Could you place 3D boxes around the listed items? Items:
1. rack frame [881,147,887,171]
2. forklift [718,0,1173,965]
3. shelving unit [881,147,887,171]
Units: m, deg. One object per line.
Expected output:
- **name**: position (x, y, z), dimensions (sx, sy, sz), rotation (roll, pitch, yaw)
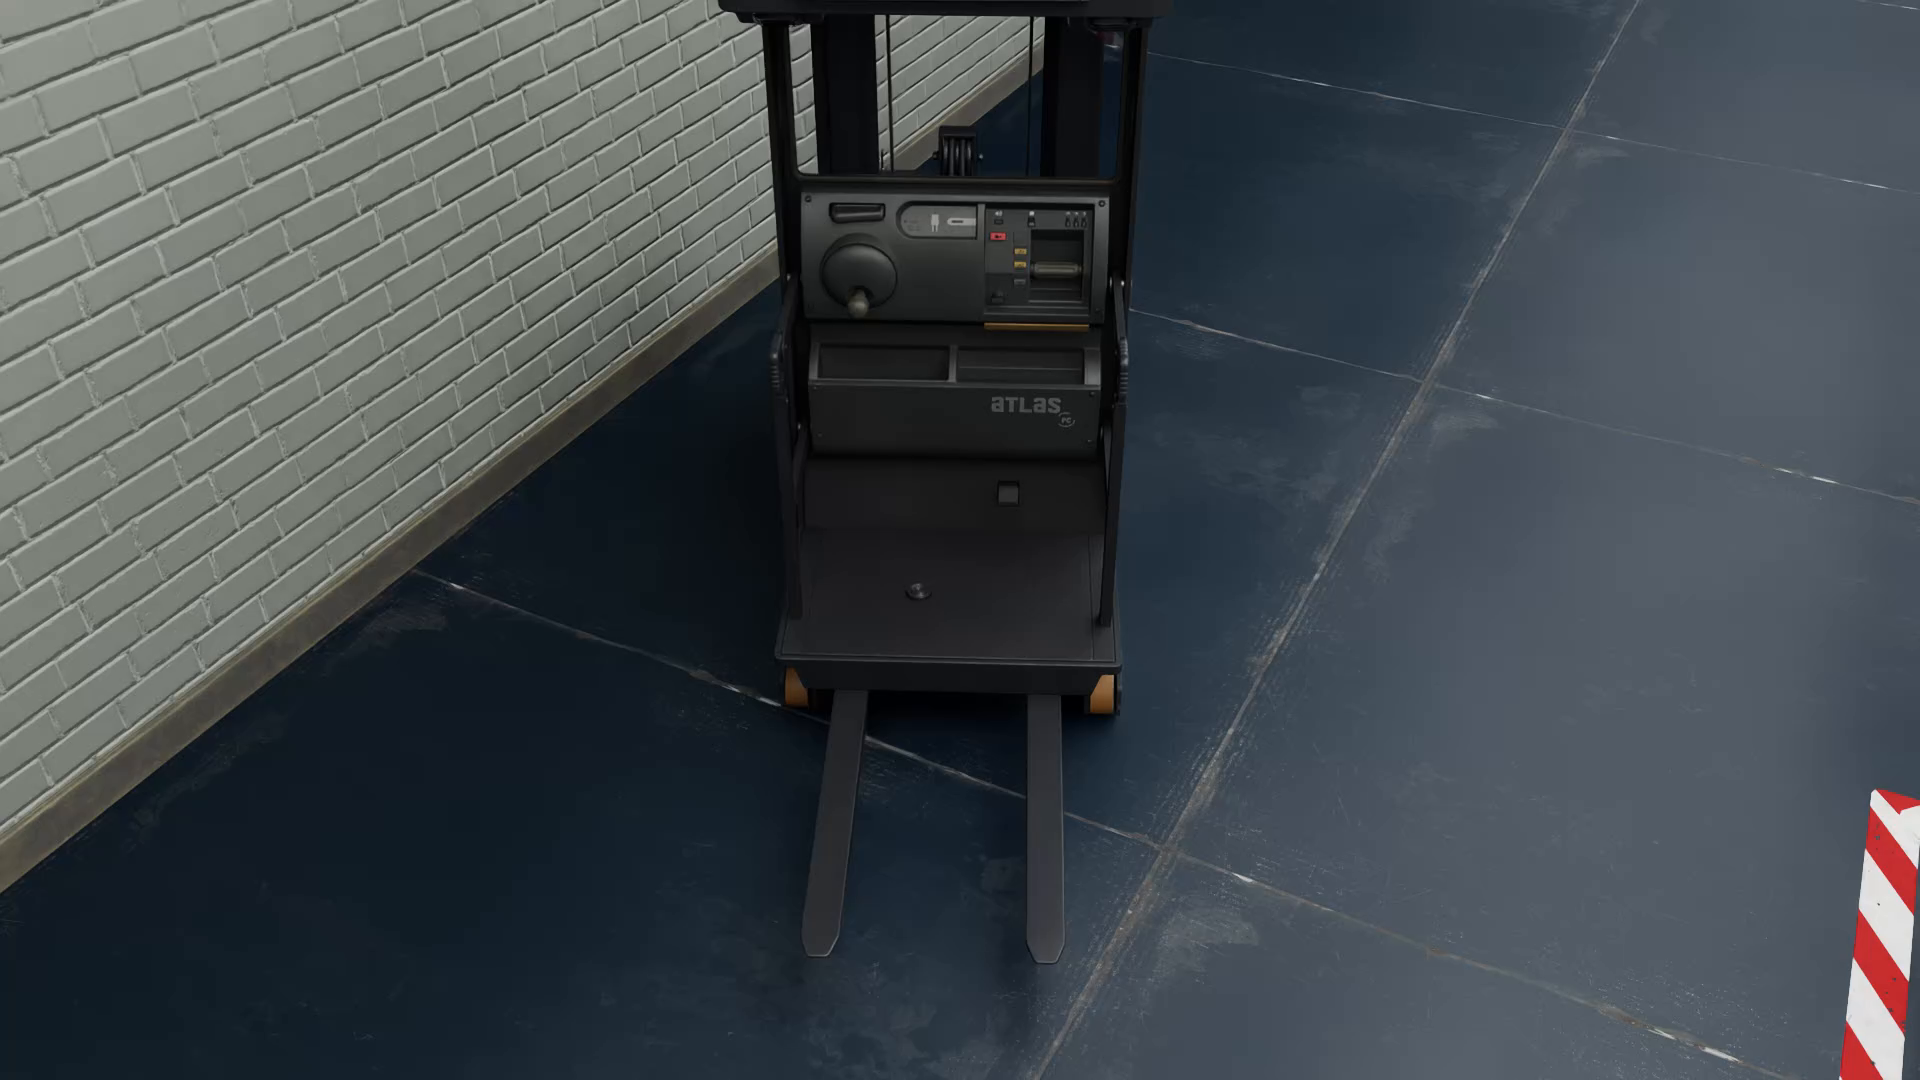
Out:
- **rack frame**: position (-0.296, -1.062, 6.774), dimensions (0.008, 1.050, 0.200), rotation (-4, 35, -6)
- **forklift**: position (-0.022, -0.790, 4.867), dimensions (1.130, 2.935, 3.031), rotation (1, 37, 2)
- **shelving unit**: position (-0.417, -1.054, 6.762), dimensions (0.252, 1.050, 0.215), rotation (-4, 35, -6)
